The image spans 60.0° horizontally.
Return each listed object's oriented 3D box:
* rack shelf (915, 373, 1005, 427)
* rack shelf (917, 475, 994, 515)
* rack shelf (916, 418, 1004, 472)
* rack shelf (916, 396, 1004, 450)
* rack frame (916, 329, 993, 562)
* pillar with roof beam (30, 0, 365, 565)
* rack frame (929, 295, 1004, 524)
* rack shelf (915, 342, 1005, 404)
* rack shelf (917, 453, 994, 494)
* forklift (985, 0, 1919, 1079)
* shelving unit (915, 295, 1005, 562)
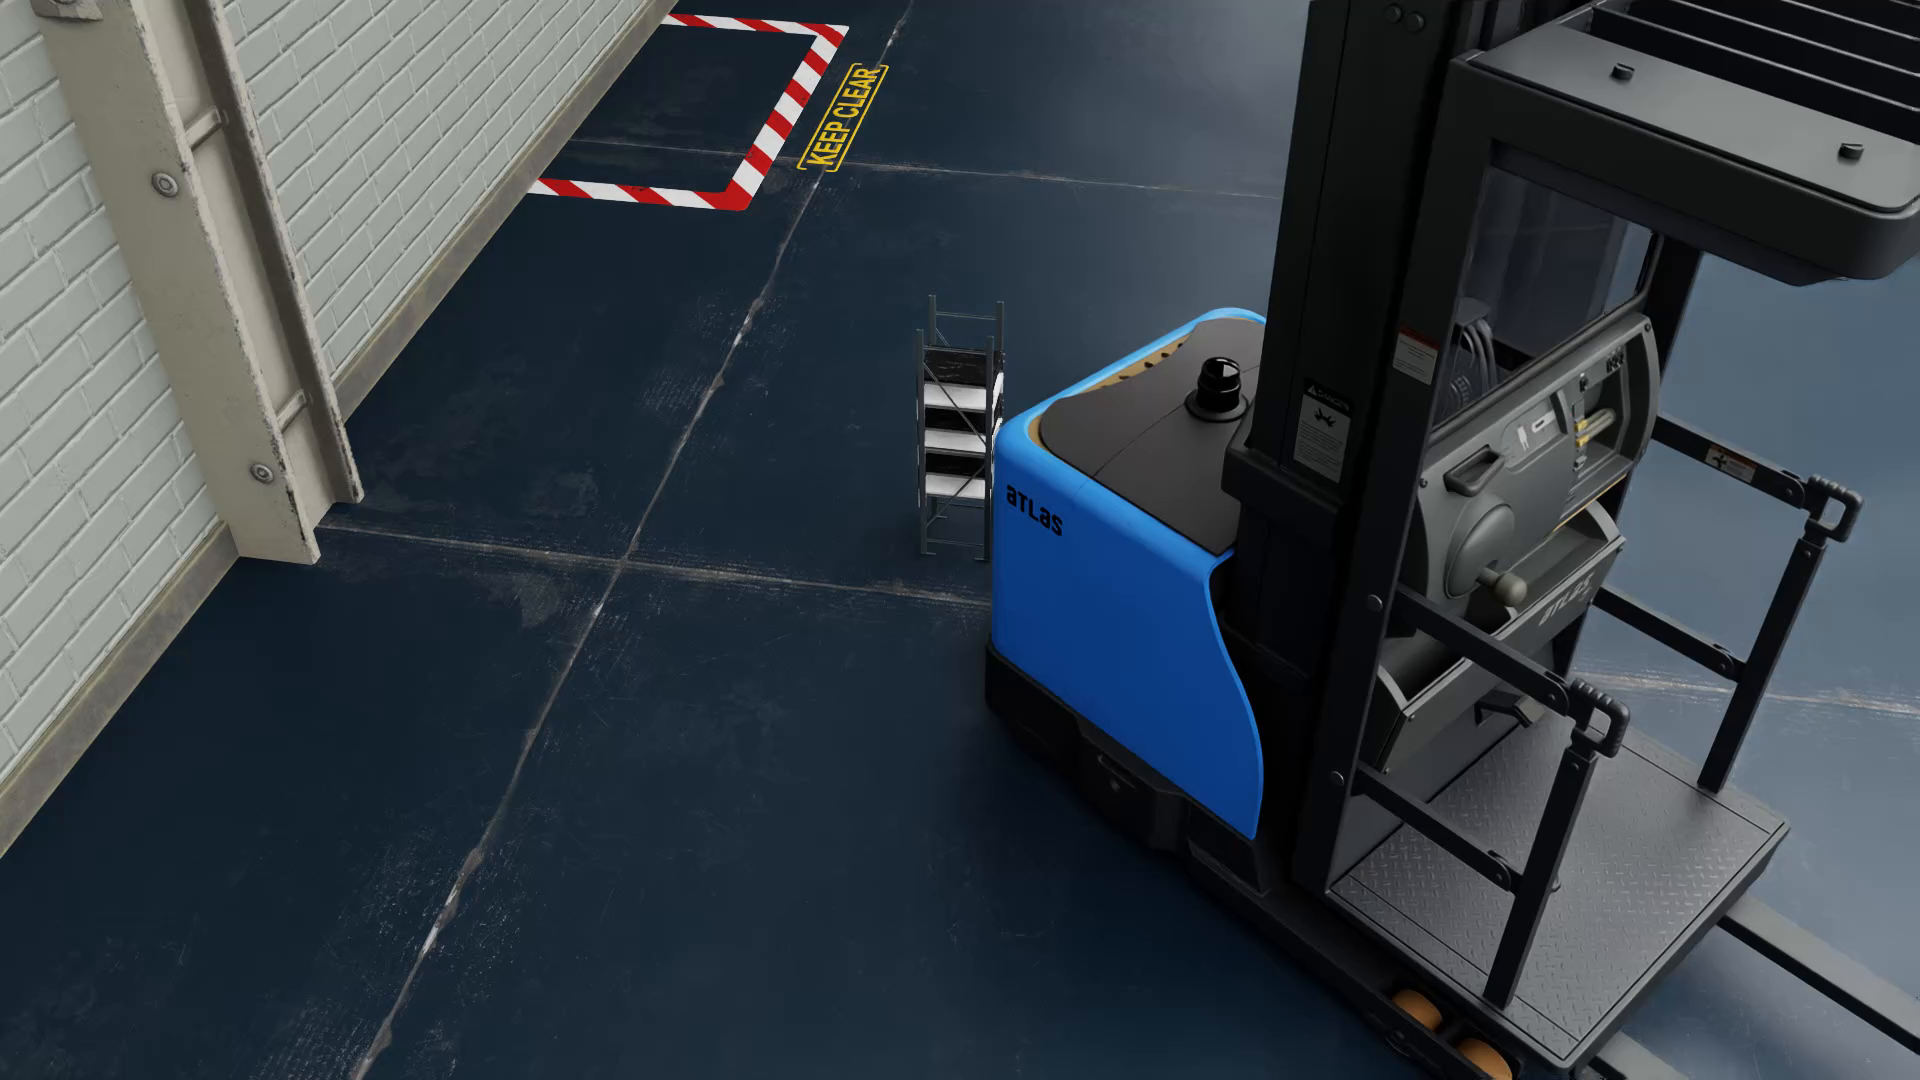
[{"bbox_3d":[0.001,-0.465,5.376,0.258,0.077,0.200,6,40,8],"label":"rack shelf"},{"bbox_3d":[0.001,-0.187,5.605,0.258,0.077,0.200,6,40,8],"label":"rack shelf"},{"bbox_3d":[0.001,-0.326,5.491,0.258,0.077,0.200,6,40,8],"label":"rack shelf"},{"bbox_3d":[0.001,-0.396,5.433,0.258,0.077,0.200,6,40,8],"label":"rack shelf"},{"bbox_3d":[-0.016,-0.288,5.392,0.240,0.900,0.006,6,40,8],"label":"rack frame"},{"bbox_3d":[1.927,-3.051,2.378,9.100,9.000,0.400,6,40,8],"label":"pillar with roof beam"},{"bbox_3d":[0.019,-0.416,5.547,0.240,0.900,0.006,6,40,8],"label":"rack frame"},{"bbox_3d":[0.001,-0.534,5.319,0.258,0.077,0.200,6,40,8],"label":"rack shelf"},{"bbox_3d":[0.001,-0.257,5.548,0.258,0.077,0.200,6,40,8],"label":"rack shelf"},{"bbox_3d":[1.440,-0.115,3.588,1.130,2.935,3.031,-30,48,-31],"label":"forklift"},{"bbox_3d":[0.001,-0.352,5.469,0.258,0.900,0.210,6,40,8],"label":"shelving unit"}]
